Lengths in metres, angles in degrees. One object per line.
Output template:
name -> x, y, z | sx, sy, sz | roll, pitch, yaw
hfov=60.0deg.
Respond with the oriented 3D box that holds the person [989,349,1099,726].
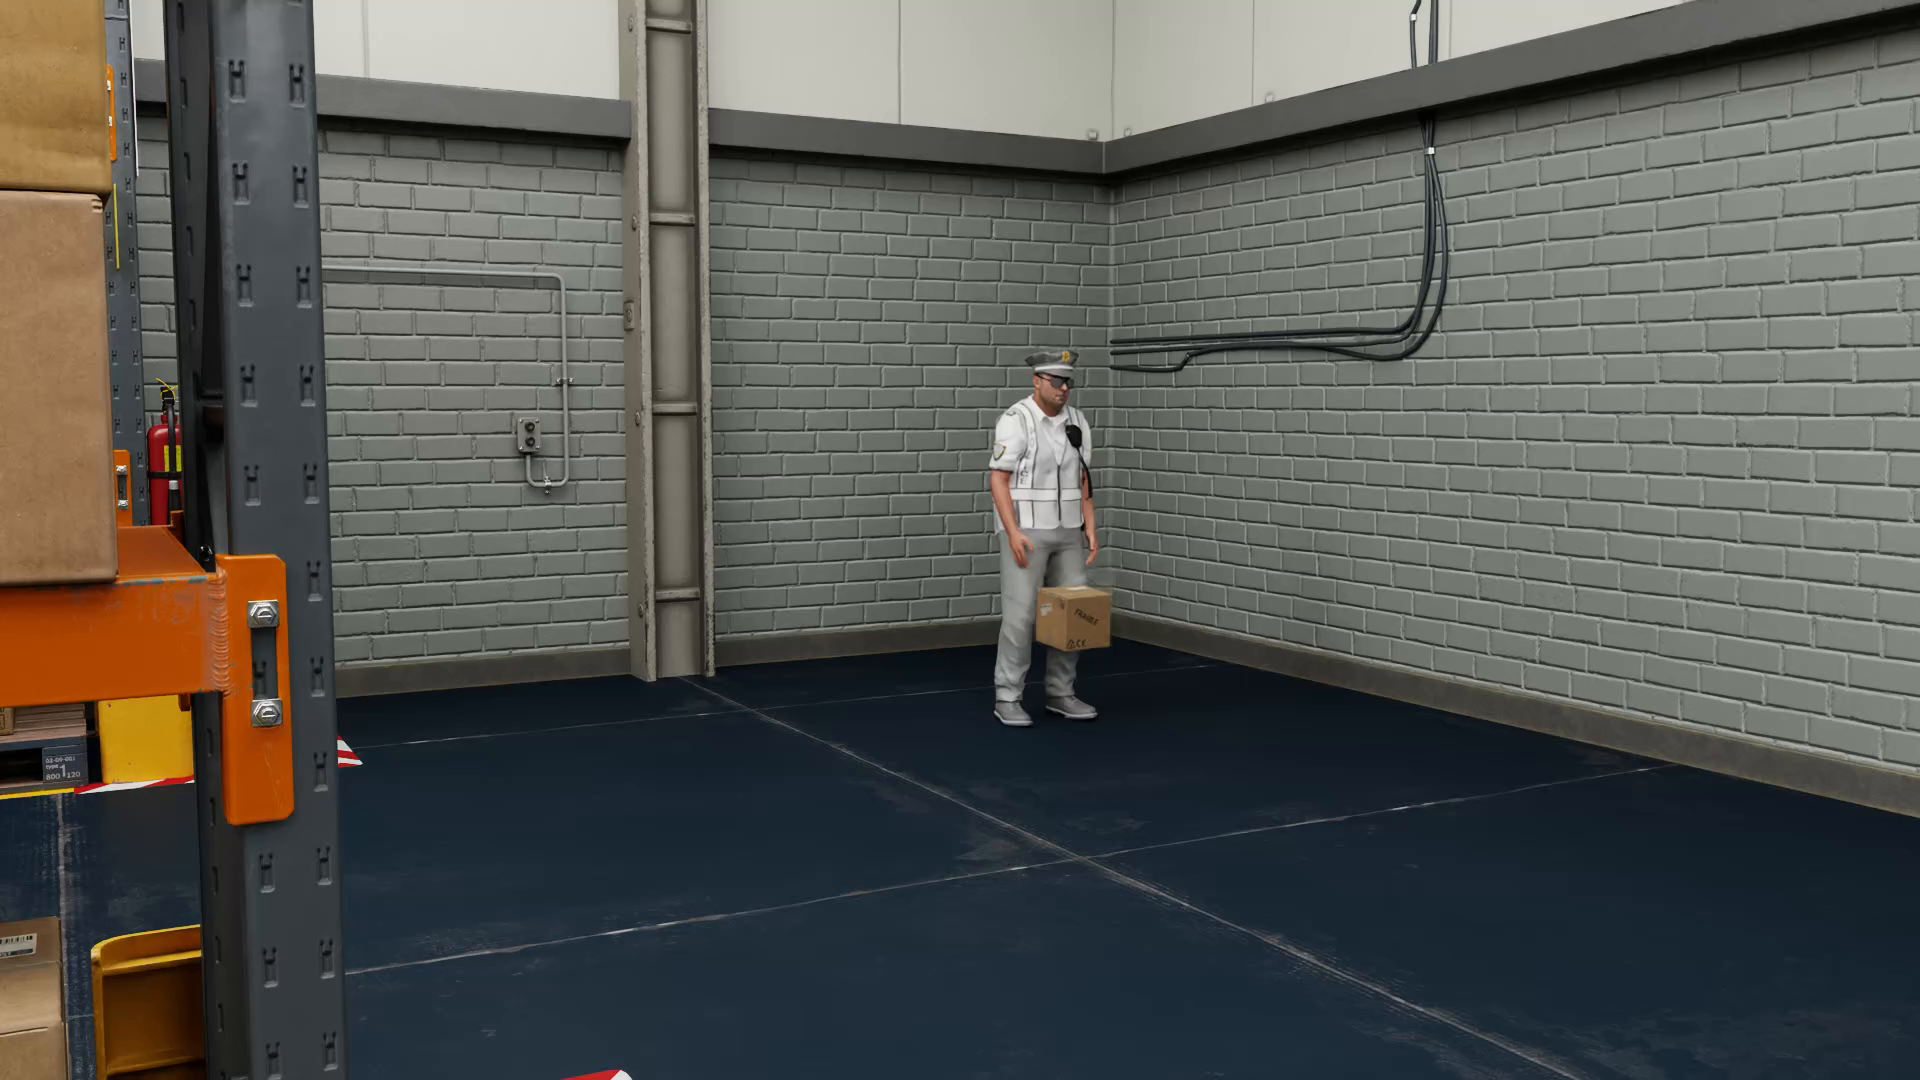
person -> 0.395, -0.024, 7.931 | 0.560, 1.755, 0.437 | -3, 6, -30
